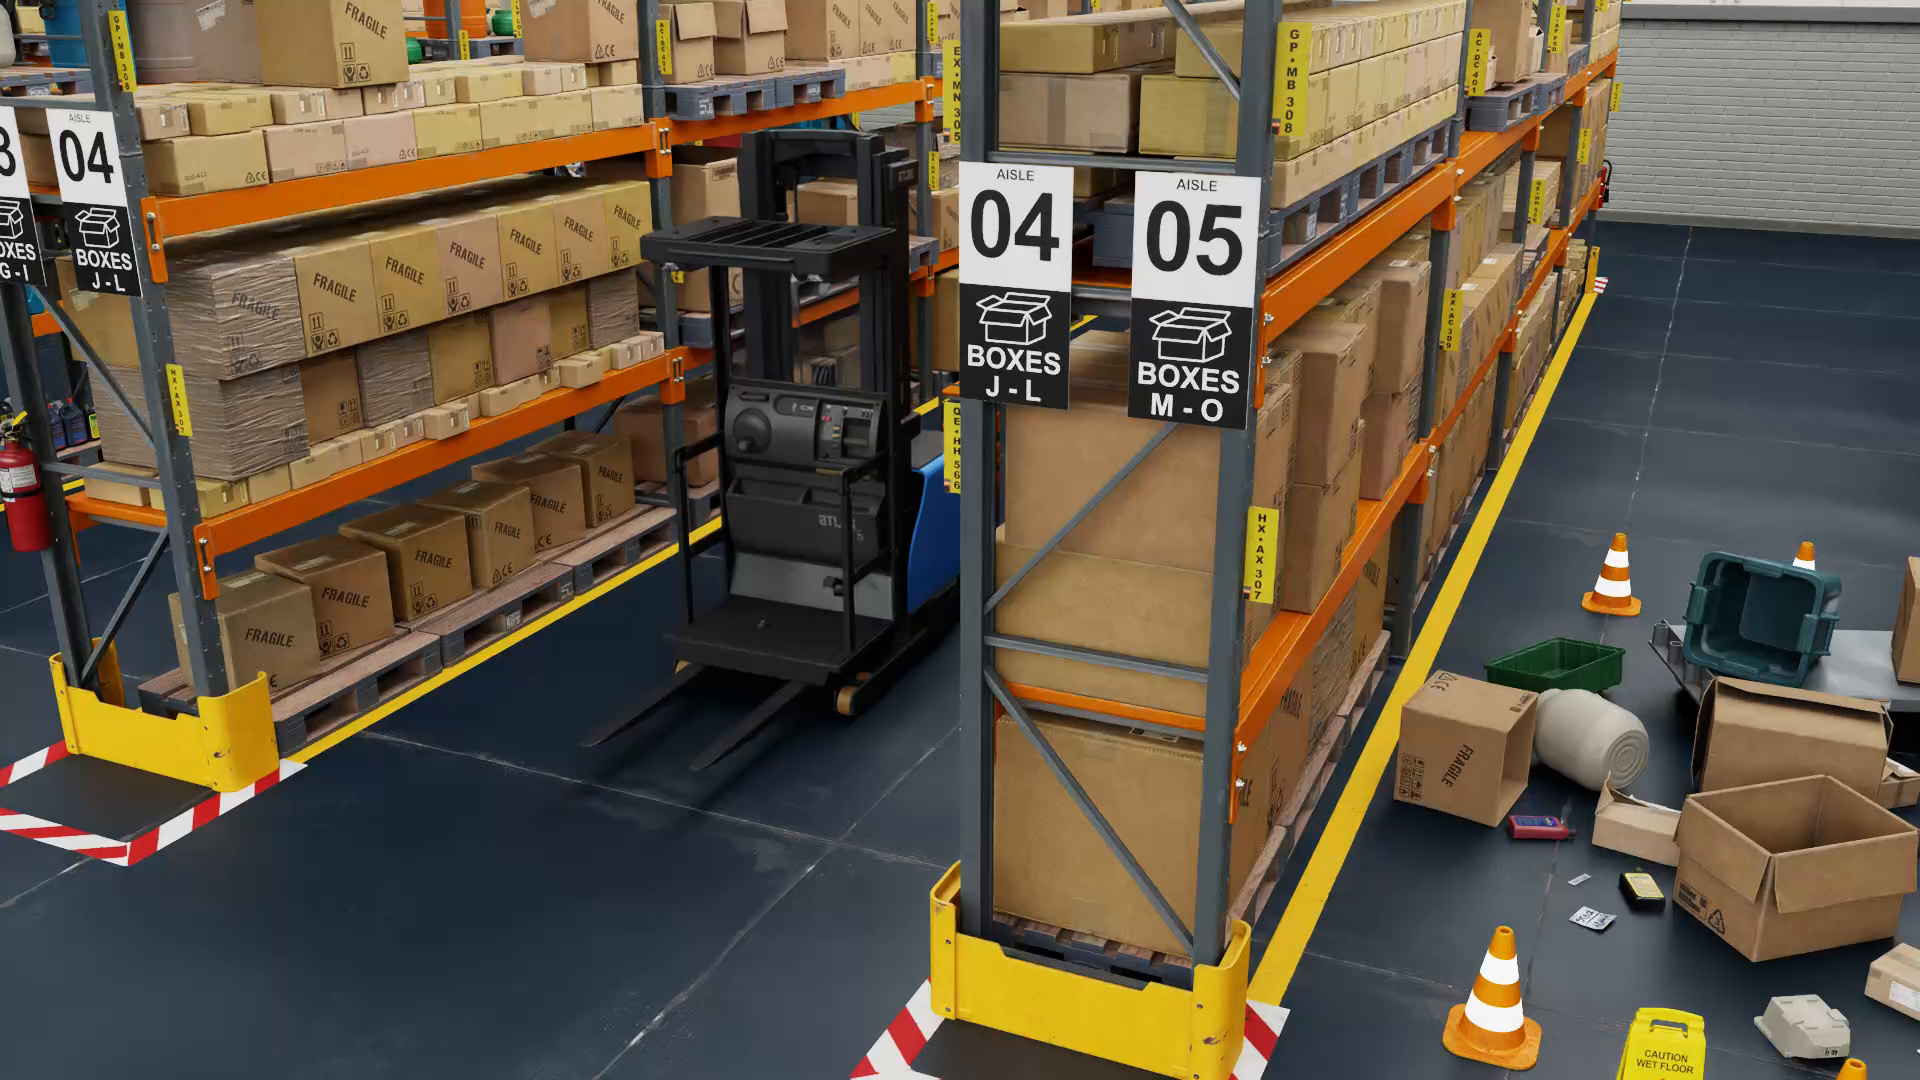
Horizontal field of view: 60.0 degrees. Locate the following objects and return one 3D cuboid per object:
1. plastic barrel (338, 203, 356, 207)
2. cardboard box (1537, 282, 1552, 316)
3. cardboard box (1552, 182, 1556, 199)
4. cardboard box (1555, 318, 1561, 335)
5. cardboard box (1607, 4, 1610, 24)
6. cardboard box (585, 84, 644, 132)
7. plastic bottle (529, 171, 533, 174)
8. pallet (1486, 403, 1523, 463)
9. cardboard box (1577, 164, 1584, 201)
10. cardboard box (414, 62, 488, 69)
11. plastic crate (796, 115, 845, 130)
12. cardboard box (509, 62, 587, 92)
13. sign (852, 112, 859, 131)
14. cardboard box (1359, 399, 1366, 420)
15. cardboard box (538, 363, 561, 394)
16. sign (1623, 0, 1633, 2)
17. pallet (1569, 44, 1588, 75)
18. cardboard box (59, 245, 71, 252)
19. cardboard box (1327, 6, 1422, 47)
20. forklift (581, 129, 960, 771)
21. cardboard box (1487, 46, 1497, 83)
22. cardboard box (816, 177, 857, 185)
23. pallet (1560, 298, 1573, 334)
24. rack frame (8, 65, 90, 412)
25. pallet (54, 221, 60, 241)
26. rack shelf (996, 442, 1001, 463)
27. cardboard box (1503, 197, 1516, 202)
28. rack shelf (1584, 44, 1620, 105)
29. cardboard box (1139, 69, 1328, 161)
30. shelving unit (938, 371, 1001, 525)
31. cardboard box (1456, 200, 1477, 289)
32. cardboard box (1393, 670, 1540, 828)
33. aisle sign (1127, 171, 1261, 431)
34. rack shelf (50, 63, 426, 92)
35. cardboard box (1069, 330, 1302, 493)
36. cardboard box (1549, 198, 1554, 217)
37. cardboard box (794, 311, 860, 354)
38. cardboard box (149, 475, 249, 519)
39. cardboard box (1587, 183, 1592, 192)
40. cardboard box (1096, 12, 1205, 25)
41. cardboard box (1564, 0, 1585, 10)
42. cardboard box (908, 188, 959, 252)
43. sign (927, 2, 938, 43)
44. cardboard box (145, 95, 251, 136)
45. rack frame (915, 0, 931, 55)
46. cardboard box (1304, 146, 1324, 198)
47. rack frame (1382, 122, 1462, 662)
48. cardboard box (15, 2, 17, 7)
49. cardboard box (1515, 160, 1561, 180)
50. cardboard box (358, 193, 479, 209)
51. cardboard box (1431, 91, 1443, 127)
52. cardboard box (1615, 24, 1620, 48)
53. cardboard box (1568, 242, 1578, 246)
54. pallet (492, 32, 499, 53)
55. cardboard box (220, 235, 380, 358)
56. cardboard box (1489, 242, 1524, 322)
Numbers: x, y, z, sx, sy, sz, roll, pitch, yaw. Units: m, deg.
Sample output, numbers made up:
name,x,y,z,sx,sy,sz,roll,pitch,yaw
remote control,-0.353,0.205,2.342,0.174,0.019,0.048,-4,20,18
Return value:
name,x,y,z,sx,sy,sz,roll,pitch,yaw
plastic barrel,-5.645,-2.999,15.259,0.421,0.512,0.421,0,20,0
cardboard box,5.097,-2.207,15.182,0.500,0.250,0.500,10,22,25
cardboard box,5.305,-3.241,15.410,0.380,0.149,0.250,9,21,23
cardboard box,5.836,-2.173,16.730,0.380,0.149,0.250,8,21,20
cardboard box,6.438,-5.411,17.208,0.500,0.250,0.500,8,21,20
cardboard box,-2.314,-2.684,10.288,0.500,0.250,0.500,9,22,25
plastic bottle,-4.768,-4.068,18.504,0.144,0.351,0.185,9,21,23
pallet,4.078,-0.953,13.834,1.003,0.211,1.213,9,21,23
cardboard box,6.023,-3.707,16.824,0.500,0.500,0.500,9,21,23
cardboard box,-3.018,-2.739,9.845,0.380,0.149,0.250,9,22,24
plastic crate,-1.937,-5.782,23.108,0.616,0.435,0.499,9,21,23
cardboard box,-2.451,-2.751,9.879,0.380,0.149,0.250,7,21,20
sign,-1.462,-5.871,23.258,0.100,0.325,0.005,9,21,23
cardboard box,1.445,-0.442,8.010,0.875,0.550,0.550,9,21,23
cardboard box,-2.677,-0.999,10.177,0.380,0.149,0.250,9,21,23
sign,7.530,-6.222,18.690,0.100,0.325,0.005,9,21,23
pallet,5.044,-4.402,15.173,1.213,0.211,1.003,9,21,23
cardboard box,-9.753,-3.073,18.272,0.500,0.311,0.500,9,22,24
cardboard box,1.742,-2.180,7.054,0.380,0.149,0.250,8,21,22
forklift,-0.932,-0.605,8.797,1.130,2.935,3.031,8,21,22
cardboard box,3.078,-2.943,10.217,0.396,0.266,0.258,9,21,23
cardboard box,-0.912,-2.814,14.129,0.500,0.500,0.500,6,20,16
pallet,6.135,-2.522,18.244,1.003,0.211,1.213,9,21,23
rack frame,-6.884,-2.197,13.169,1.000,3.000,0.127,9,21,23
pallet,-12.894,-4.441,23.642,1.003,0.211,1.213,9,21,23
rack shelf,0.068,-0.553,11.433,0.258,0.148,0.480,9,21,23
cardboard box,4.334,-2.660,13.331,0.380,0.149,0.250,8,21,22
rack shelf,6.213,-4.937,17.471,1.077,0.370,4.000,9,21,23
cardboard box,0.912,-1.423,5.520,0.500,0.250,0.500,9,21,23
shelving unit,0.068,-0.616,11.410,0.258,1.200,0.503,9,21,23
cardboard box,2.940,-1.942,10.813,0.700,0.500,0.500,8,21,22
cardboard box,2.419,0.986,7.945,0.500,0.500,0.500,13,23,32
aisle sign,0.725,-0.745,5.206,0.394,0.787,0.004,9,21,23
rack shelf,-6.065,-3.882,14.506,1.077,0.370,4.000,9,21,23
cardboard box,0.809,-0.451,6.425,0.875,0.550,0.550,9,21,23
cardboard box,5.307,-3.102,15.464,0.380,0.149,0.250,9,21,23
cardboard box,-1.182,-1.750,13.868,0.500,0.250,0.500,11,22,29
cardboard box,-3.669,-0.230,8.014,0.380,0.149,0.250,9,21,23
cardboard box,6.848,-3.986,18.576,0.380,0.149,0.250,9,22,24
cardboard box,0.725,-1.958,6.430,0.380,0.149,0.250,9,21,23
cardboard box,5.734,-5.073,15.662,0.380,0.149,0.250,8,21,22
cardboard box,-0.280,-2.898,14.992,0.500,0.500,0.500,9,22,24
sign,-0.233,-4.322,13.896,0.100,0.325,0.005,9,21,23
cardboard box,-3.485,-1.943,7.608,0.380,0.149,0.250,9,21,24
rack frame,-0.727,-5.566,13.691,1.000,3.000,0.127,9,21,23
cardboard box,1.017,-1.261,5.661,0.380,0.149,0.250,9,21,23
rack frame,2.118,-0.805,9.257,1.000,3.000,0.127,9,21,23
cardboard box,-13.107,-7.415,22.560,0.700,0.500,0.500,7,21,20
cardboard box,5.408,-3.461,15.585,0.380,0.149,0.250,10,22,25
cardboard box,-3.190,-1.767,9.875,0.500,0.500,0.500,9,21,23
cardboard box,2.053,-2.034,7.833,0.380,0.149,0.250,9,21,24
cardboard box,7.087,-5.641,18.601,0.500,0.250,0.500,8,21,22
cardboard box,6.891,-3.343,19.133,0.380,0.149,0.250,9,21,24
pallet,-4.302,-5.366,17.887,1.003,0.211,1.213,9,21,23
cardboard box,-3.318,-1.235,8.380,0.500,0.500,0.500,9,21,23
cardboard box,3.817,-1.901,12.188,0.500,0.500,0.500,9,21,23
